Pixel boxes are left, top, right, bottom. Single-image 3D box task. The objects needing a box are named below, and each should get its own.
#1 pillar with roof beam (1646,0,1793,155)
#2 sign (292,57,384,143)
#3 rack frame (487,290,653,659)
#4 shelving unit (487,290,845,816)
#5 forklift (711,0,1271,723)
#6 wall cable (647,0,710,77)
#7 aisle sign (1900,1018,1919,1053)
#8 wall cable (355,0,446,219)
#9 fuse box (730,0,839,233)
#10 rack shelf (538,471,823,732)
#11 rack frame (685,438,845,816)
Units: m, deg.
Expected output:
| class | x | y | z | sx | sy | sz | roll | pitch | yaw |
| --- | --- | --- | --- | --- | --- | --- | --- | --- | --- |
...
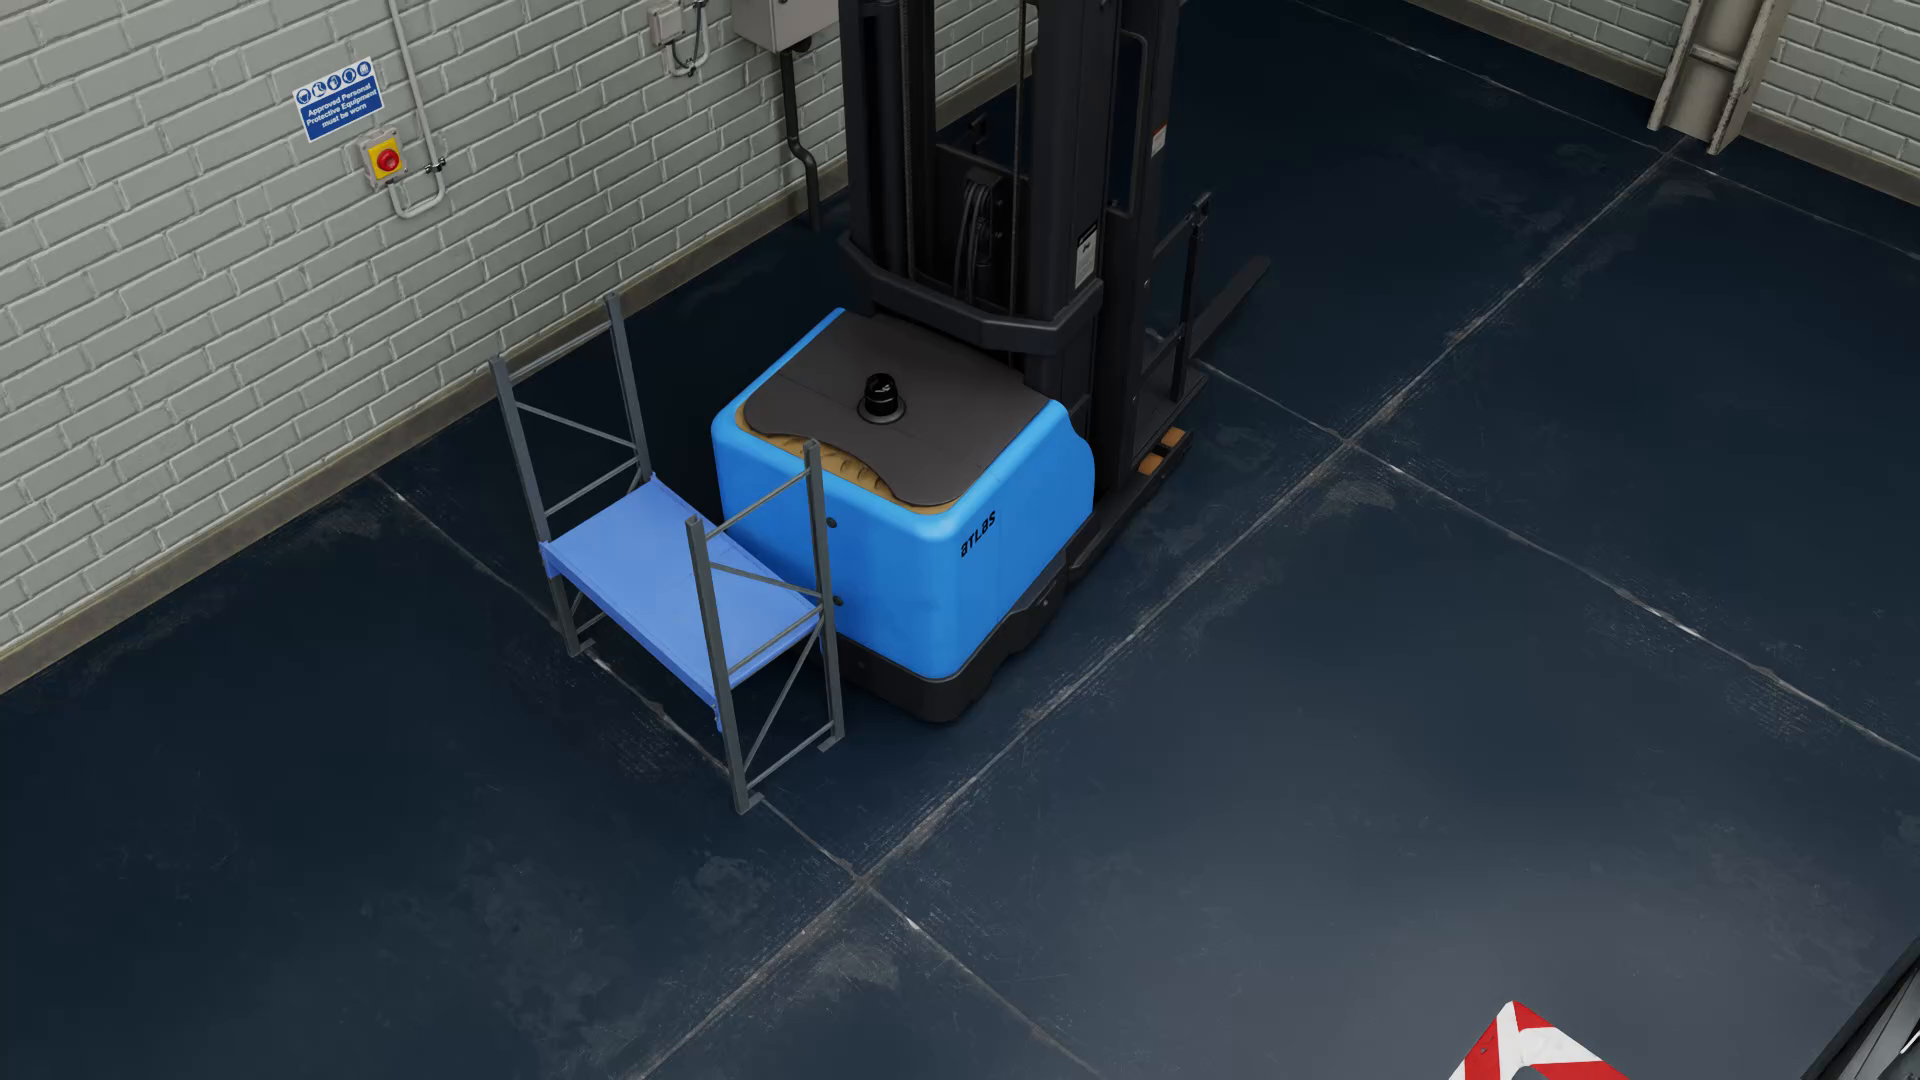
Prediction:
| class | x | y | z | sx | sy | sz | roll | pitch | yaw |
| --- | --- | --- | --- | --- | --- | --- | --- | --- | --- |
| pillar with roof beam | 1.019 | -2.978 | 3.482 | 0.400 | 9.000 | 9.100 | 34 | 55 | 28 |
| sign | -2.292 | -1.626 | 6.143 | 0.001 | 0.218 | 0.327 | 34 | 55 | 28 |
| rack frame | -1.332 | -0.191 | 6.008 | 0.500 | 1.500 | 0.032 | -36 | 56 | -29 |
| shelving unit | -0.974 | 0.072 | 5.761 | 0.538 | 1.500 | 1.048 | -36 | 56 | -29 |
| forklift | 0.344 | -1.382 | 6.146 | 1.130 | 2.935 | 3.031 | 26 | 52 | 22 |
| wall cable | -1.261 | -2.643 | 6.586 | 0.122 | 1.984 | 0.588 | 34 | 55 | 28 |
| aisle sign | 1.695 | 0.476 | 2.571 | 0.004 | 0.787 | 0.394 | 34 | 55 | 28 |
| wall cable | -2.214 | -1.888 | 5.855 | 0.123 | 1.953 | 0.585 | 34 | 55 | 28 |
| fuse box | -0.682 | -2.142 | 7.696 | 0.414 | 1.711 | 0.539 | 34 | 55 | 28 |
| rack shelf | -0.974 | 0.195 | 5.892 | 0.538 | 0.185 | 1.000 | -36 | 56 | -29 |
| rack frame | -0.616 | 0.335 | 5.514 | 0.500 | 1.500 | 0.032 | -36 | 56 | -29 |
